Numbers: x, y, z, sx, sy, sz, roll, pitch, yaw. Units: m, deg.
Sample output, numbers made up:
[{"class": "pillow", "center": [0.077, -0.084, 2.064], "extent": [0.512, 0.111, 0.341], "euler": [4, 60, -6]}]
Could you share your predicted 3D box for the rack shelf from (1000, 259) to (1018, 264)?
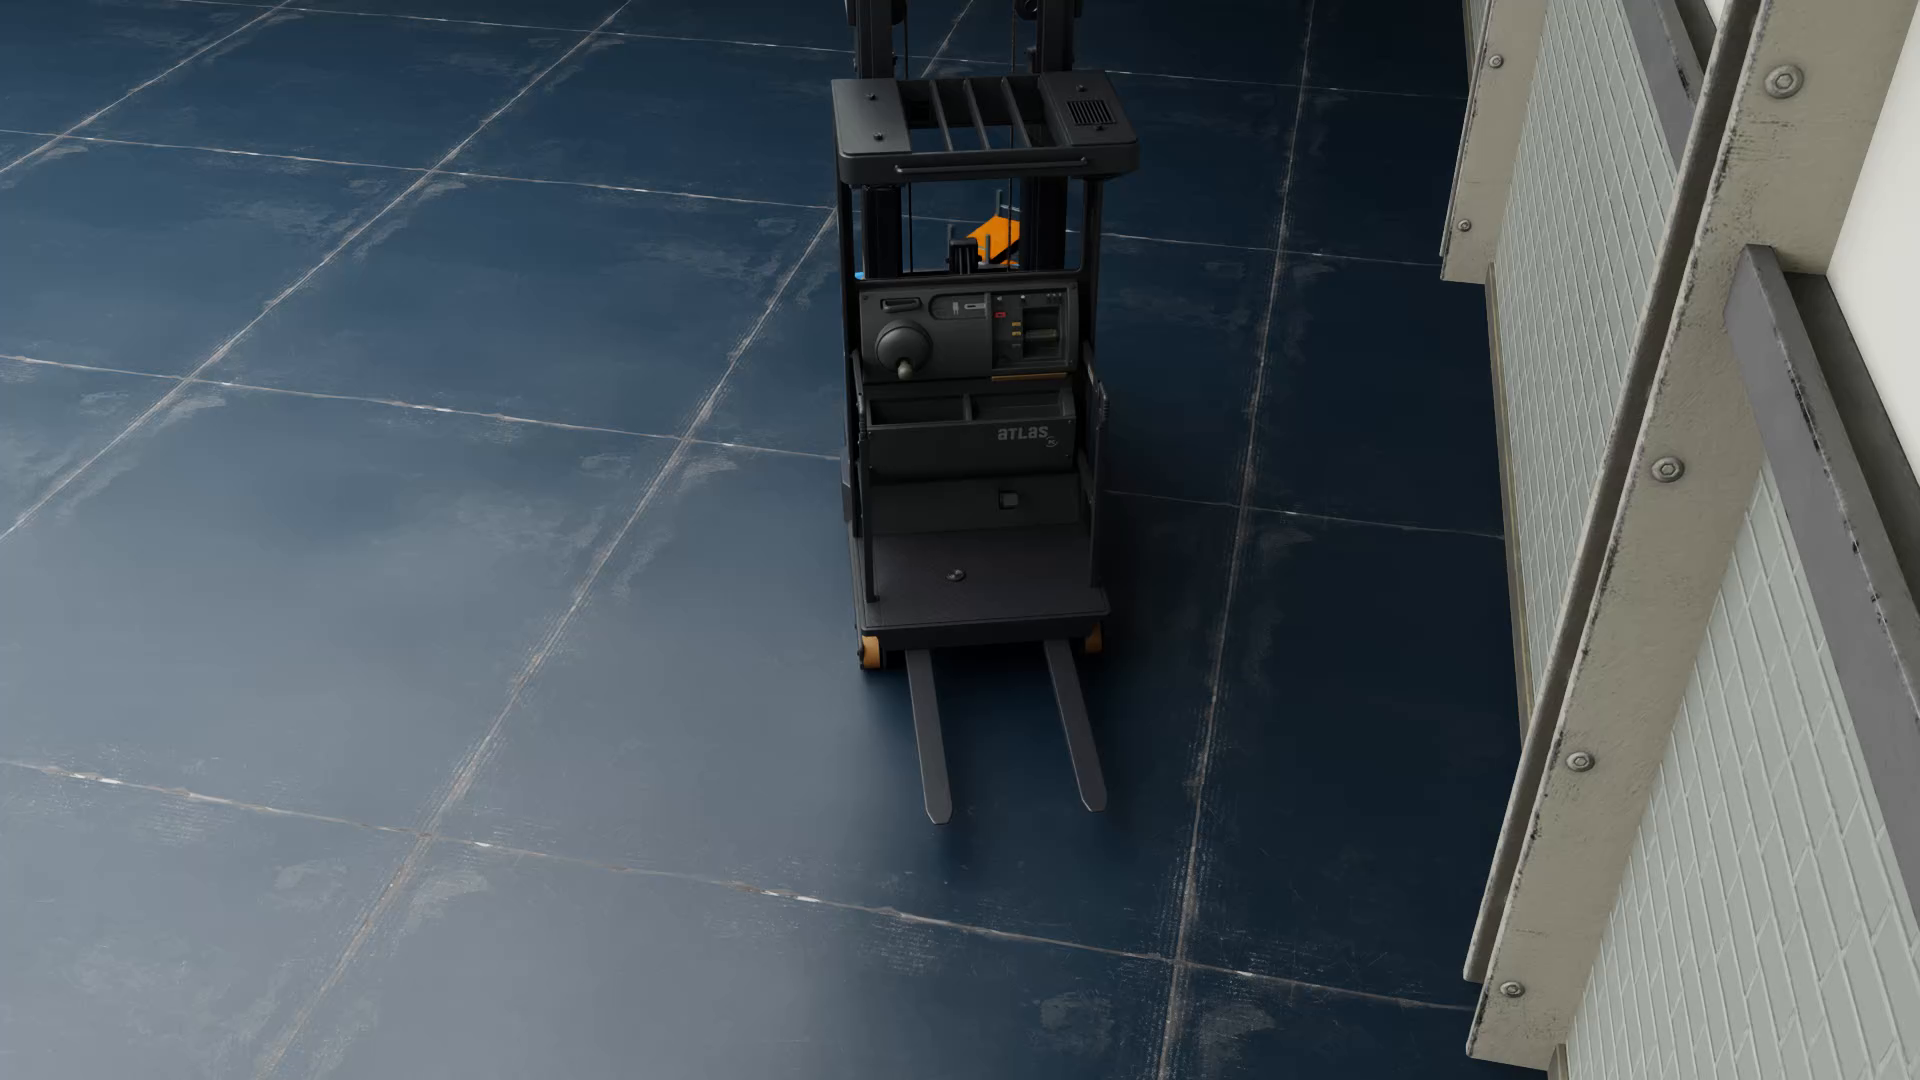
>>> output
[{"class": "rack shelf", "center": [0.172, -1.327, 8.792], "extent": [0.258, 0.148, 0.480], "euler": [20, 40, 25]}]

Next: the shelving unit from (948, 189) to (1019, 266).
[{"class": "shelving unit", "center": [0.172, -1.200, 8.884], "extent": [0.258, 1.200, 0.503], "euler": [20, 40, 25]}]

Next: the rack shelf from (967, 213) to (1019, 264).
[{"class": "rack shelf", "center": [0.172, -1.518, 8.653], "extent": [0.258, 0.148, 0.480], "euler": [20, 40, 25]}]

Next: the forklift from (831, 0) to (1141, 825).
[{"class": "forklift", "center": [0.067, -0.822, 6.887], "extent": [1.130, 2.935, 3.031], "euler": [-4, 36, -5]}]

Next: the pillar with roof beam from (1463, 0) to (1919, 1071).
[{"class": "pillar with roof beam", "center": [-2.253, -2.484, 4.009], "extent": [9.100, 9.000, 0.400], "euler": [7, 37, 10]}]

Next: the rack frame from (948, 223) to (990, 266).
[{"class": "rack frame", "center": [0.046, -1.078, 8.715], "extent": [0.240, 1.200, 0.015], "euler": [20, 40, 25]}]

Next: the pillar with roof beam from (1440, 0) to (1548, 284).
[{"class": "pillar with roof beam", "center": [-0.972, -5.924, 8.755], "extent": [9.100, 9.000, 0.400], "euler": [7, 37, 10]}]

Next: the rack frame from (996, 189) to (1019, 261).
[{"class": "rack frame", "center": [0.298, -1.323, 9.053], "extent": [0.240, 1.200, 0.015], "euler": [20, 40, 25]}]
